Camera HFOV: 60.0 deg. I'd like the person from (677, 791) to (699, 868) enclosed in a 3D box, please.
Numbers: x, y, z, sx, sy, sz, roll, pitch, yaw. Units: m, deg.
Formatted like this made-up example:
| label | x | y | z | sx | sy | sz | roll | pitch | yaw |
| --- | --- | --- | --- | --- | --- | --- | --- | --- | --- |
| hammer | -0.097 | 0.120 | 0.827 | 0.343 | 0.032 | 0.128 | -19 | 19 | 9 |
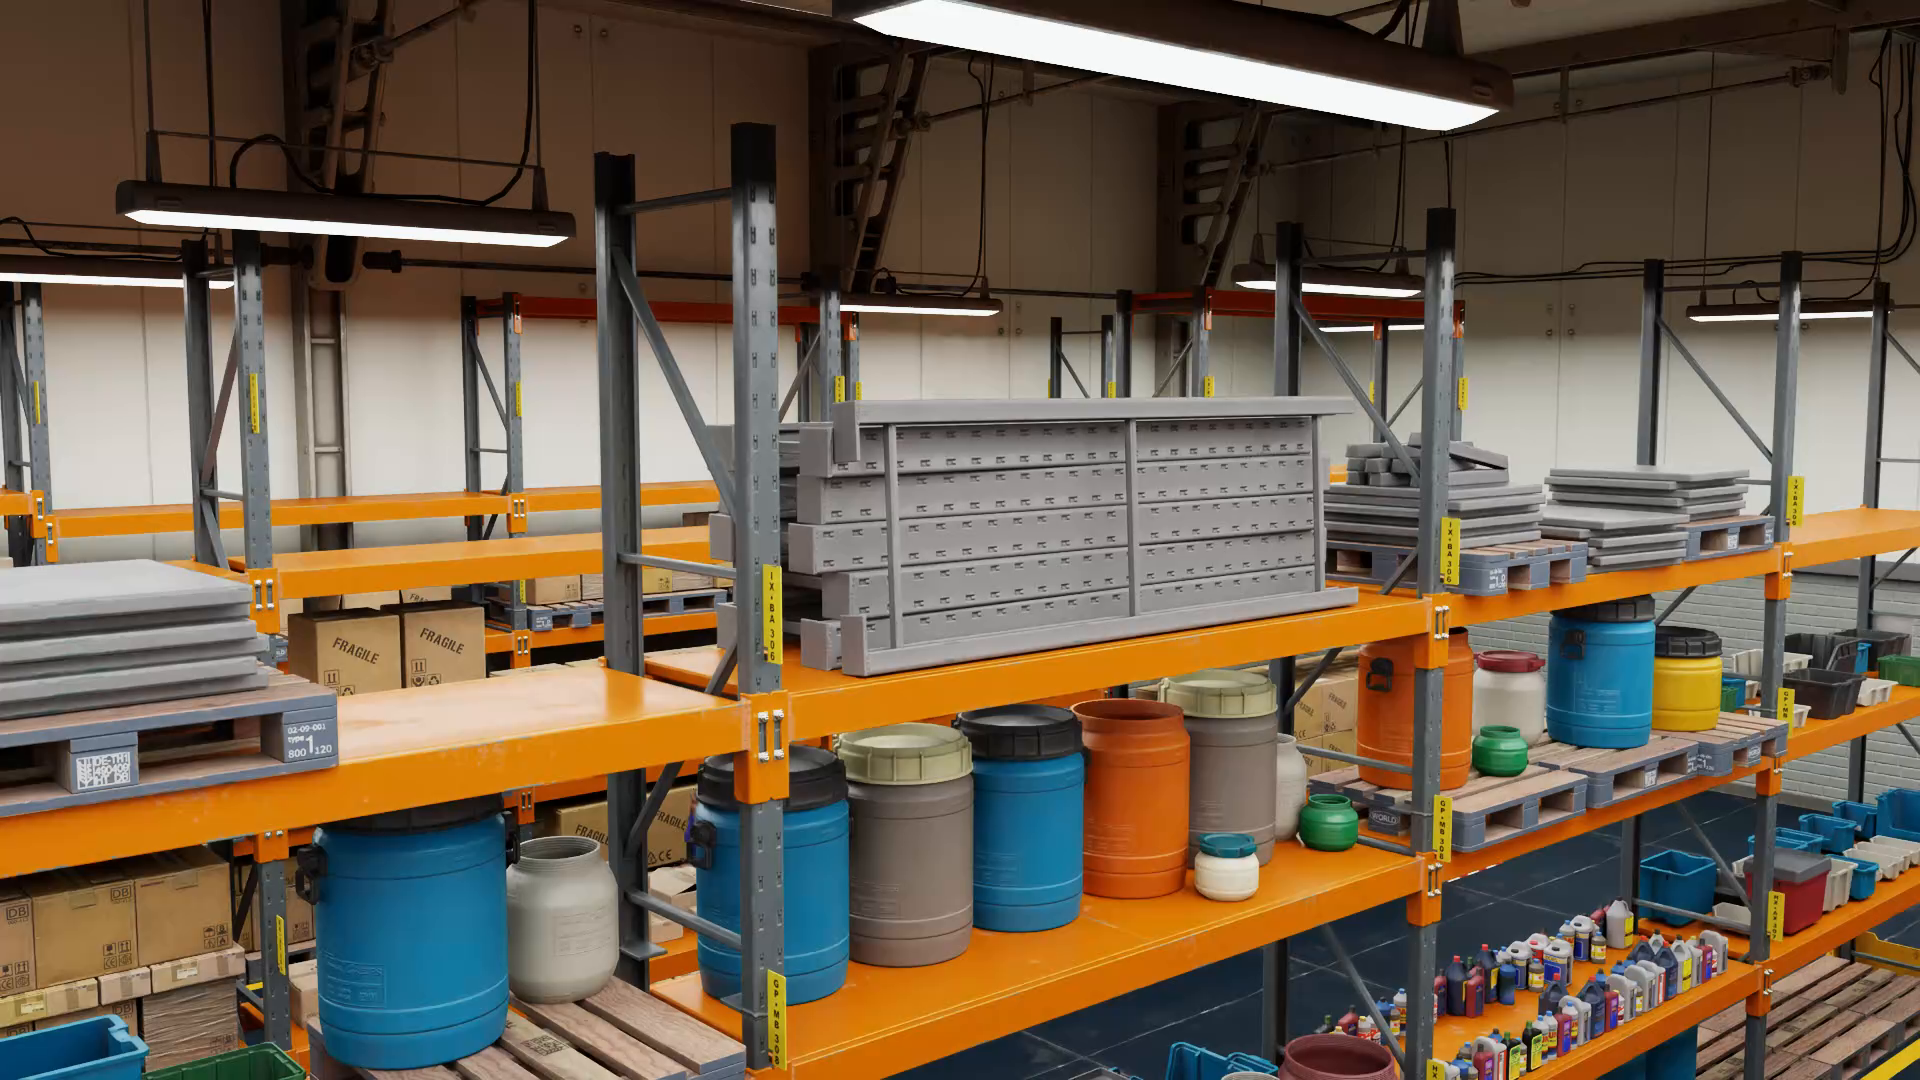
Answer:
| label | x | y | z | sx | sy | sz | roll | pitch | yaw |
| --- | --- | --- | --- | --- | --- | --- | --- | --- | --- |
| person | -2.296 | 2.988 | 14.796 | 0.615 | 1.606 | 0.643 | 5 | 7 | 42 |
